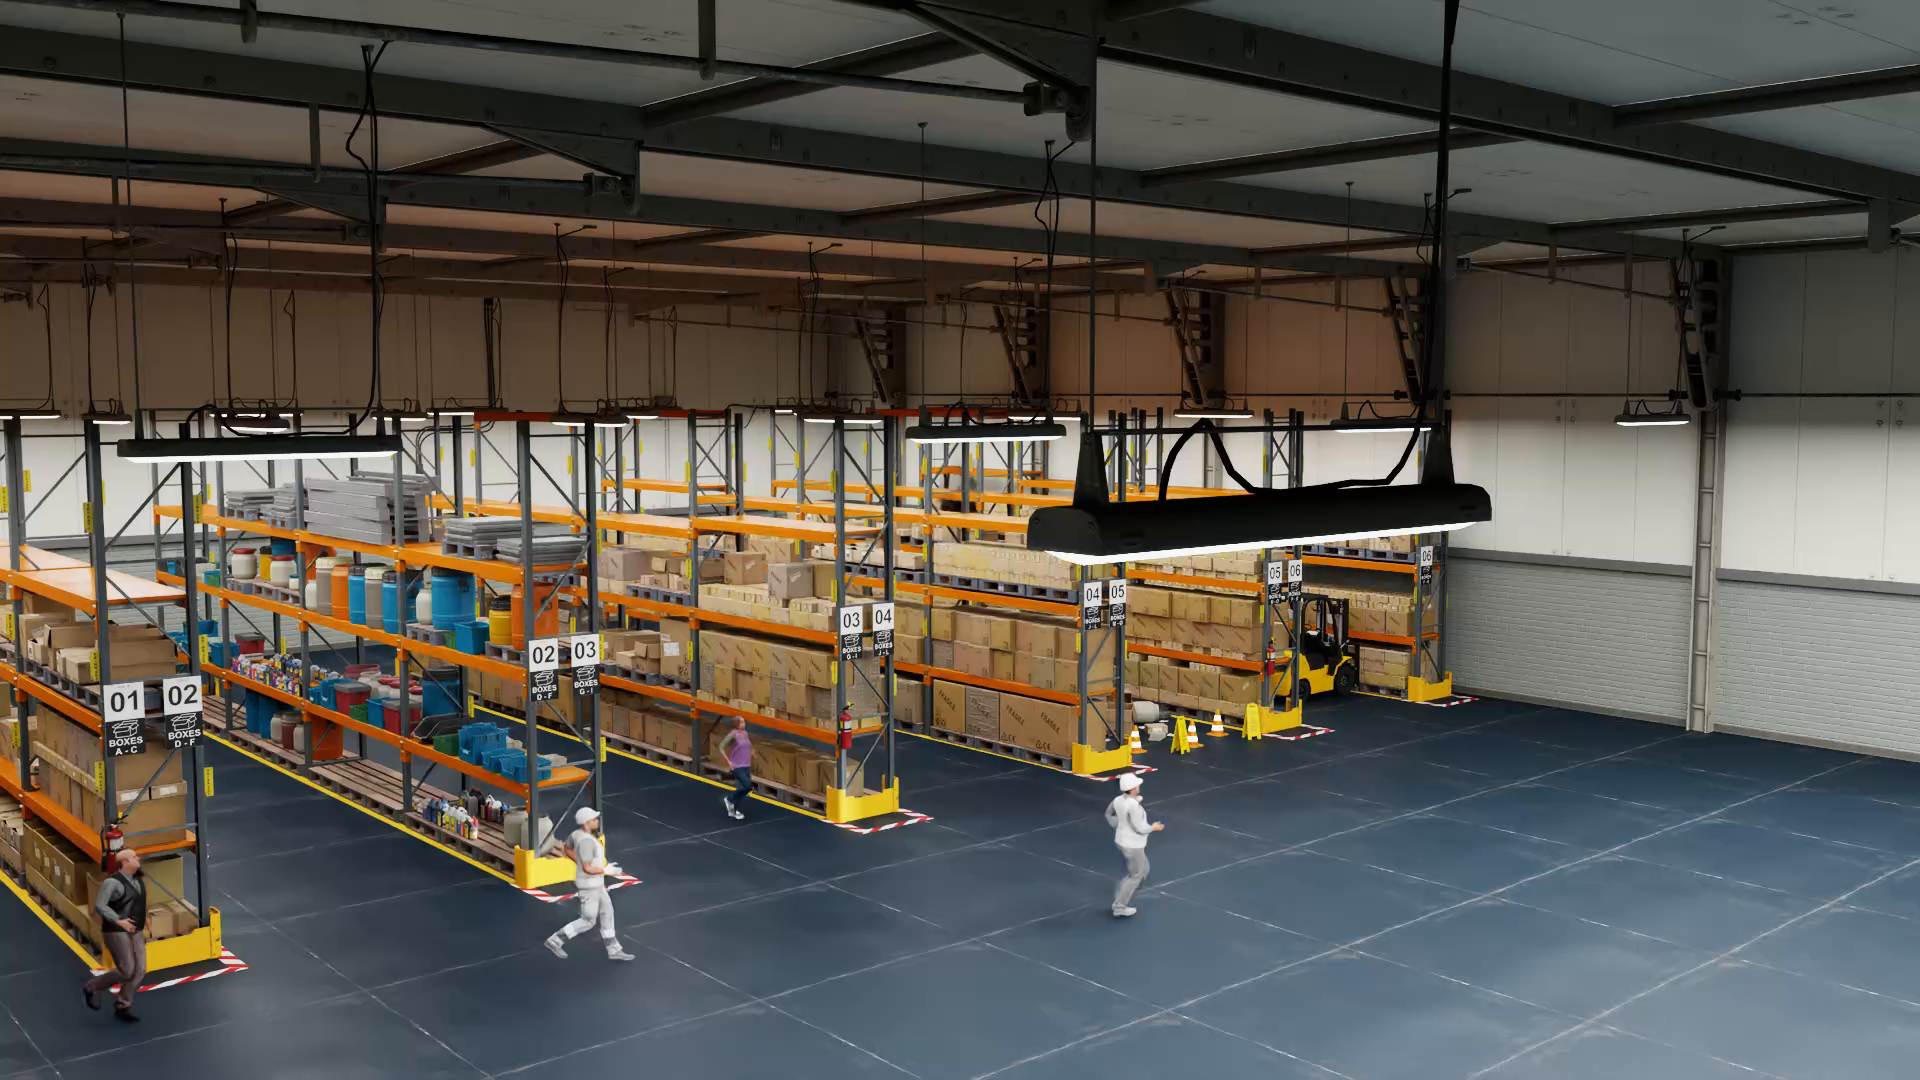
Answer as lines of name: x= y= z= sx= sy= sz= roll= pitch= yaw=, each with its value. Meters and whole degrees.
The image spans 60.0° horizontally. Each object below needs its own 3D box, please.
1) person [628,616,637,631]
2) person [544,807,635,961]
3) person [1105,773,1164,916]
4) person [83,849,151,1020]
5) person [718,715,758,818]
person: x=-8.234 y=1.863 z=41.642 sx=0.556 sy=1.650 sz=0.851 roll=5 pitch=7 yaw=42
person: x=-4.106 y=3.827 z=18.386 sx=0.995 sy=1.784 sz=0.668 roll=-1 pitch=5 yaw=-15
person: x=2.135 y=3.680 z=20.192 sx=0.636 sy=1.737 sz=0.638 roll=-1 pitch=5 yaw=-16
person: x=-8.593 y=4.019 z=17.096 sx=0.632 sy=1.680 sz=0.700 roll=1 pitch=5 yaw=7
person: x=-3.248 y=3.379 z=24.717 sx=0.549 sy=1.559 sz=0.522 roll=3 pitch=6 yaw=30
